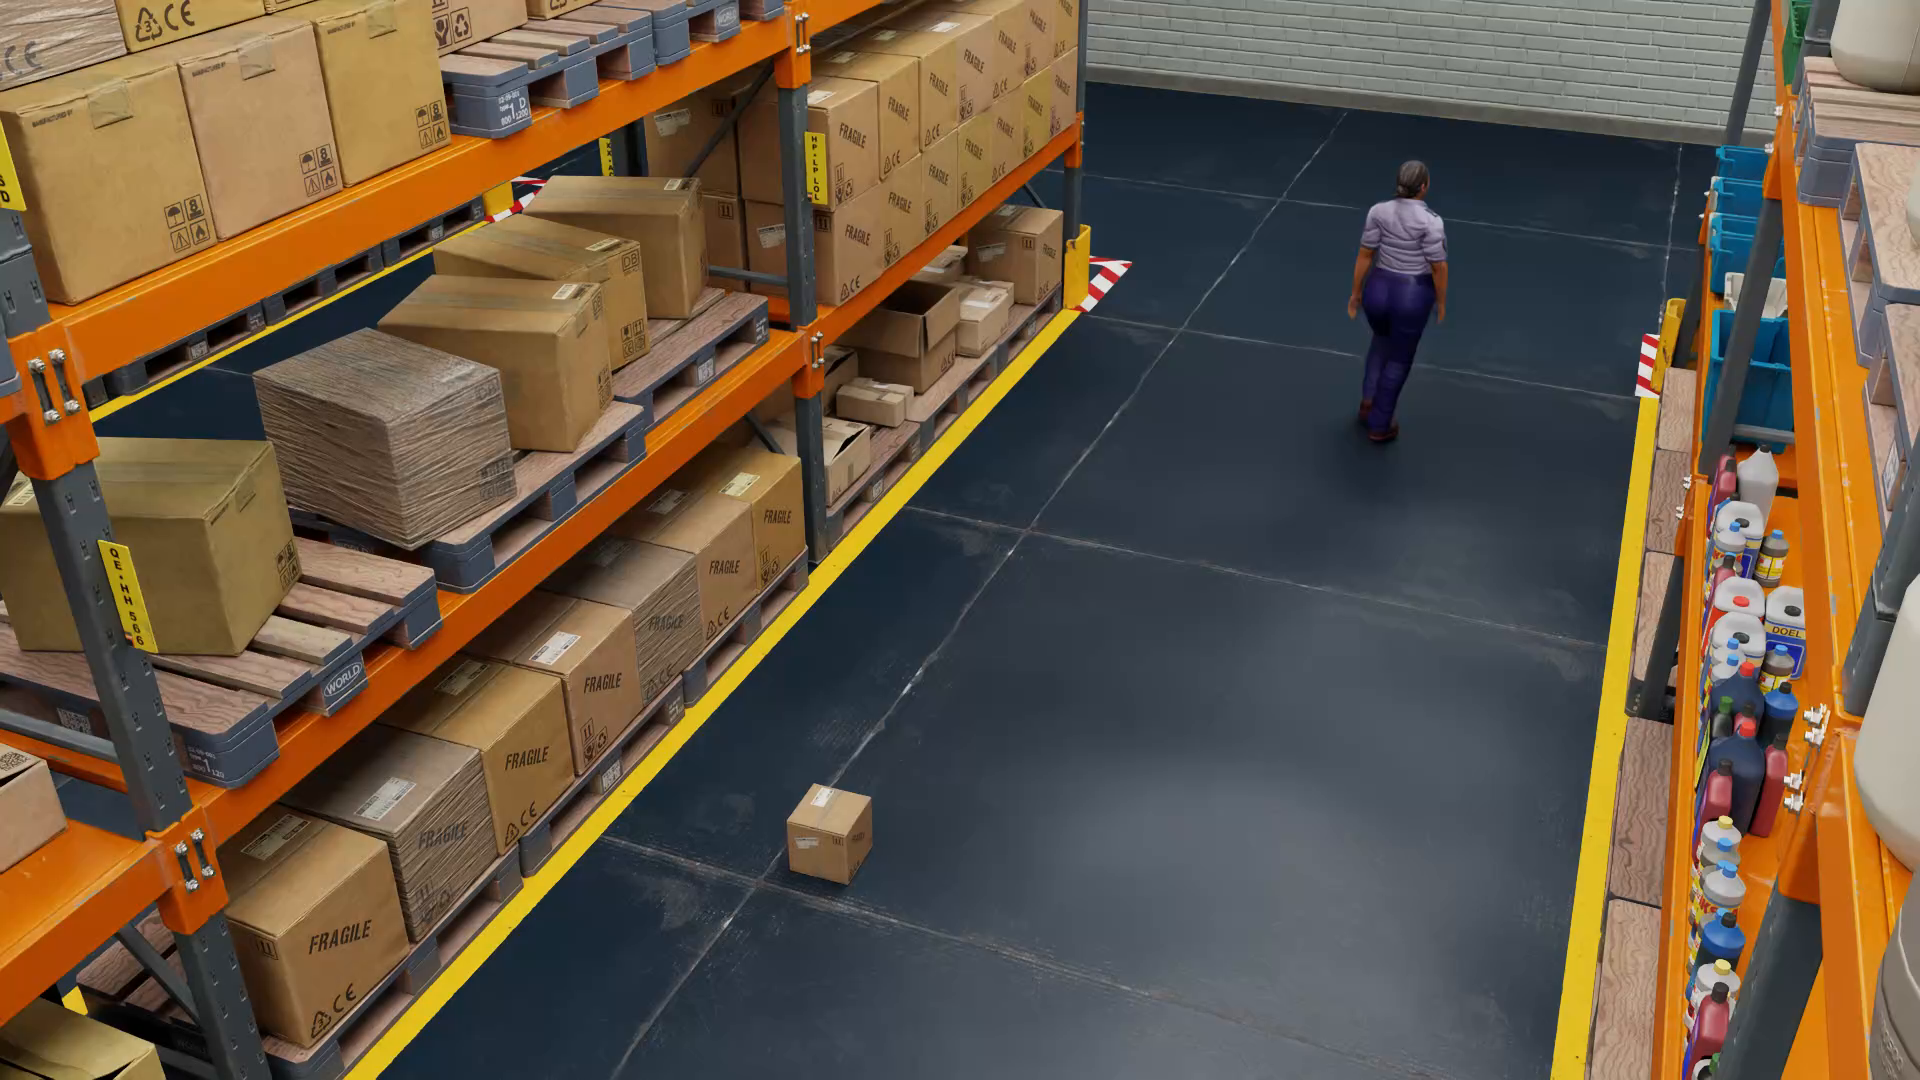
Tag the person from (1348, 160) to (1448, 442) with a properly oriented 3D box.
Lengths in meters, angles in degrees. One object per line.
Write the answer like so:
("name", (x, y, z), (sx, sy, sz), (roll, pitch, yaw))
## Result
("person", (2.524, -1.359, 9.519), (0.520, 1.696, 0.501), (23, 37, 35))
